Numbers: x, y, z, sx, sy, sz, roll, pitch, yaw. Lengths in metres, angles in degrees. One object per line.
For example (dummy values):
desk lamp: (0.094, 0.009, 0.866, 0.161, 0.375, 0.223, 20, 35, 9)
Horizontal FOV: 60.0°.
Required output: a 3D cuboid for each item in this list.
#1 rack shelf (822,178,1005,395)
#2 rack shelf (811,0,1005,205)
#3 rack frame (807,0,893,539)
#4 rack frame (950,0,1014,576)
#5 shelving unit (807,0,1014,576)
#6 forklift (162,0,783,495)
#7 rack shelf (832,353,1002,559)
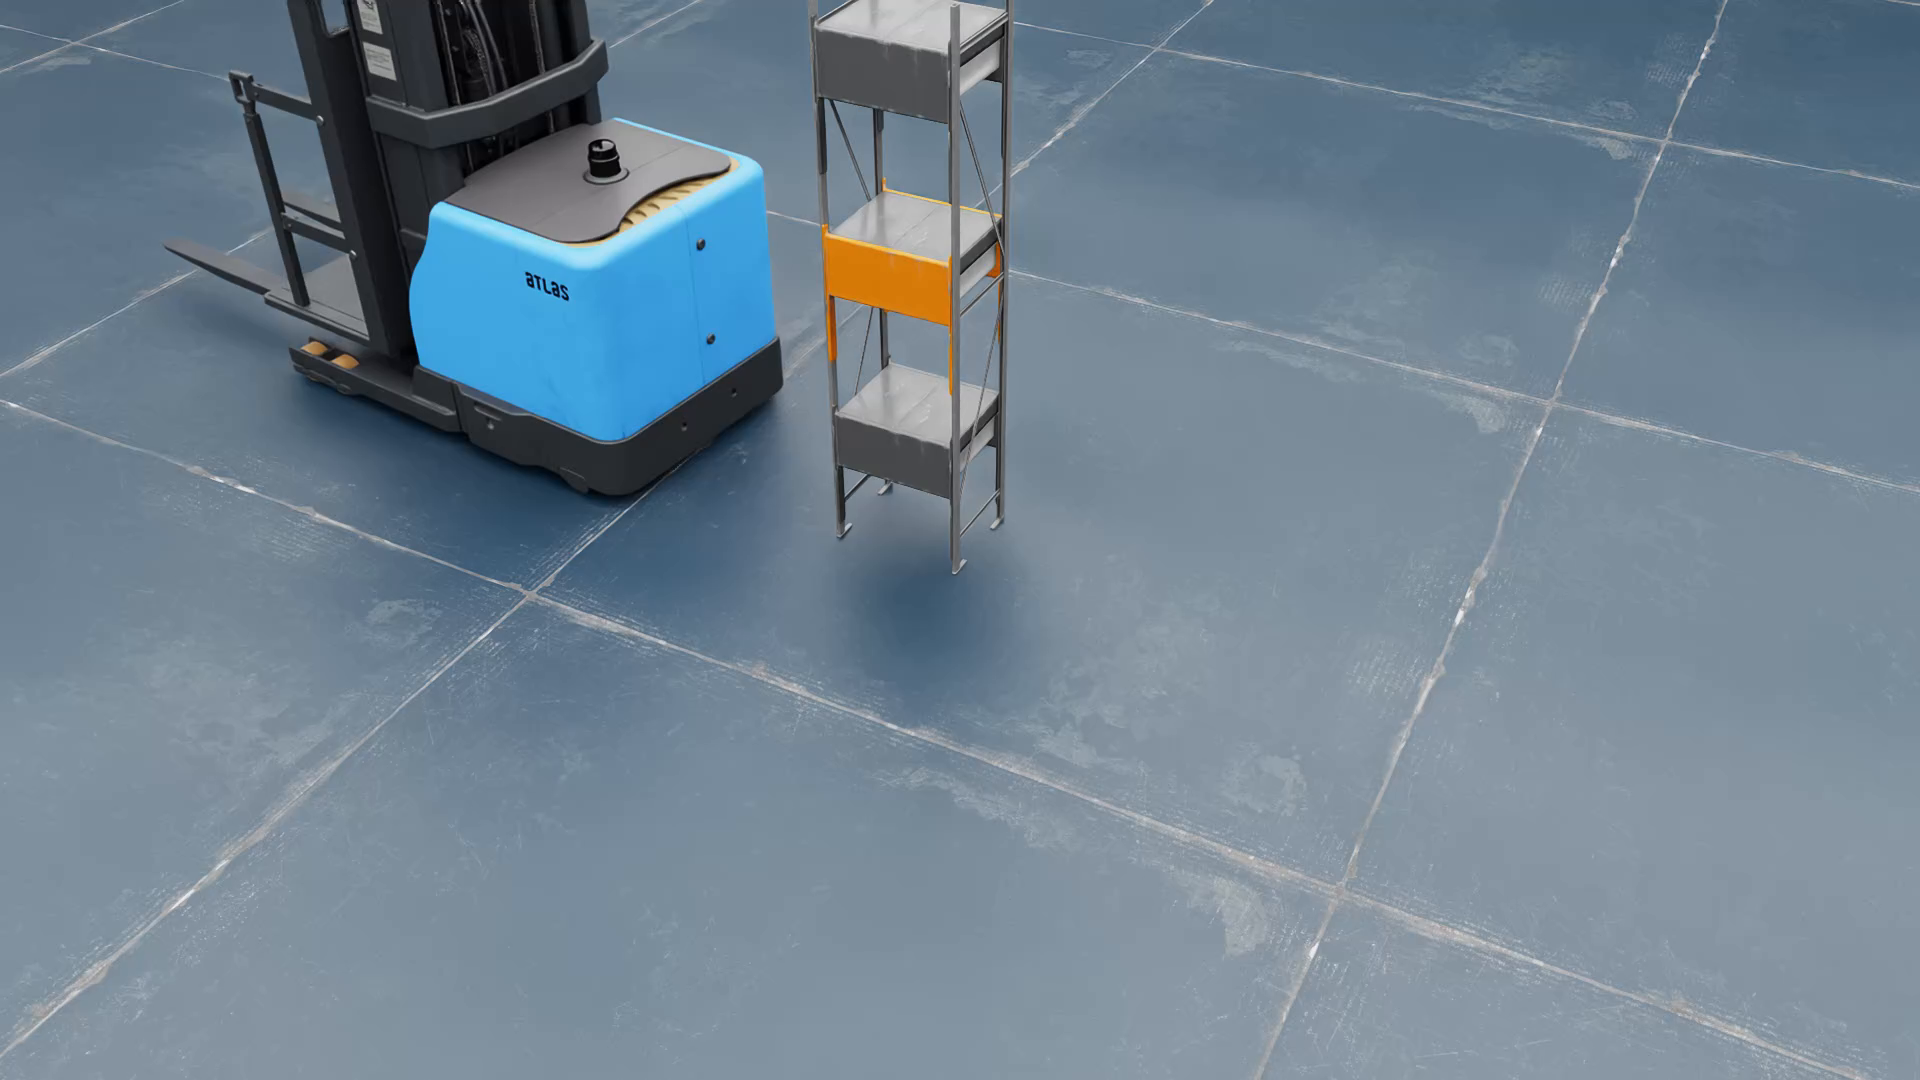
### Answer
rack shelf: (-0.147, -0.872, 5.684, 0.480, 0.518, 0.431, 17, 41, 21)
rack shelf: (-0.147, -1.429, 5.261, 0.480, 0.518, 0.431, 17, 41, 21)
rack frame: (-0.364, -0.950, 5.765, 0.015, 2.100, 0.400, 17, 41, 21)
rack frame: (0.070, -0.815, 5.586, 0.015, 2.100, 0.400, 17, 41, 21)
shelving unit: (-0.147, -0.882, 5.676, 0.503, 2.100, 0.431, 17, 41, 21)
forklift: (-2.253, -2.027, 6.496, 3.031, 2.935, 1.130, 22, 42, 26)
rack shelf: (-0.147, -0.314, 6.107, 0.480, 0.518, 0.431, 17, 41, 21)
